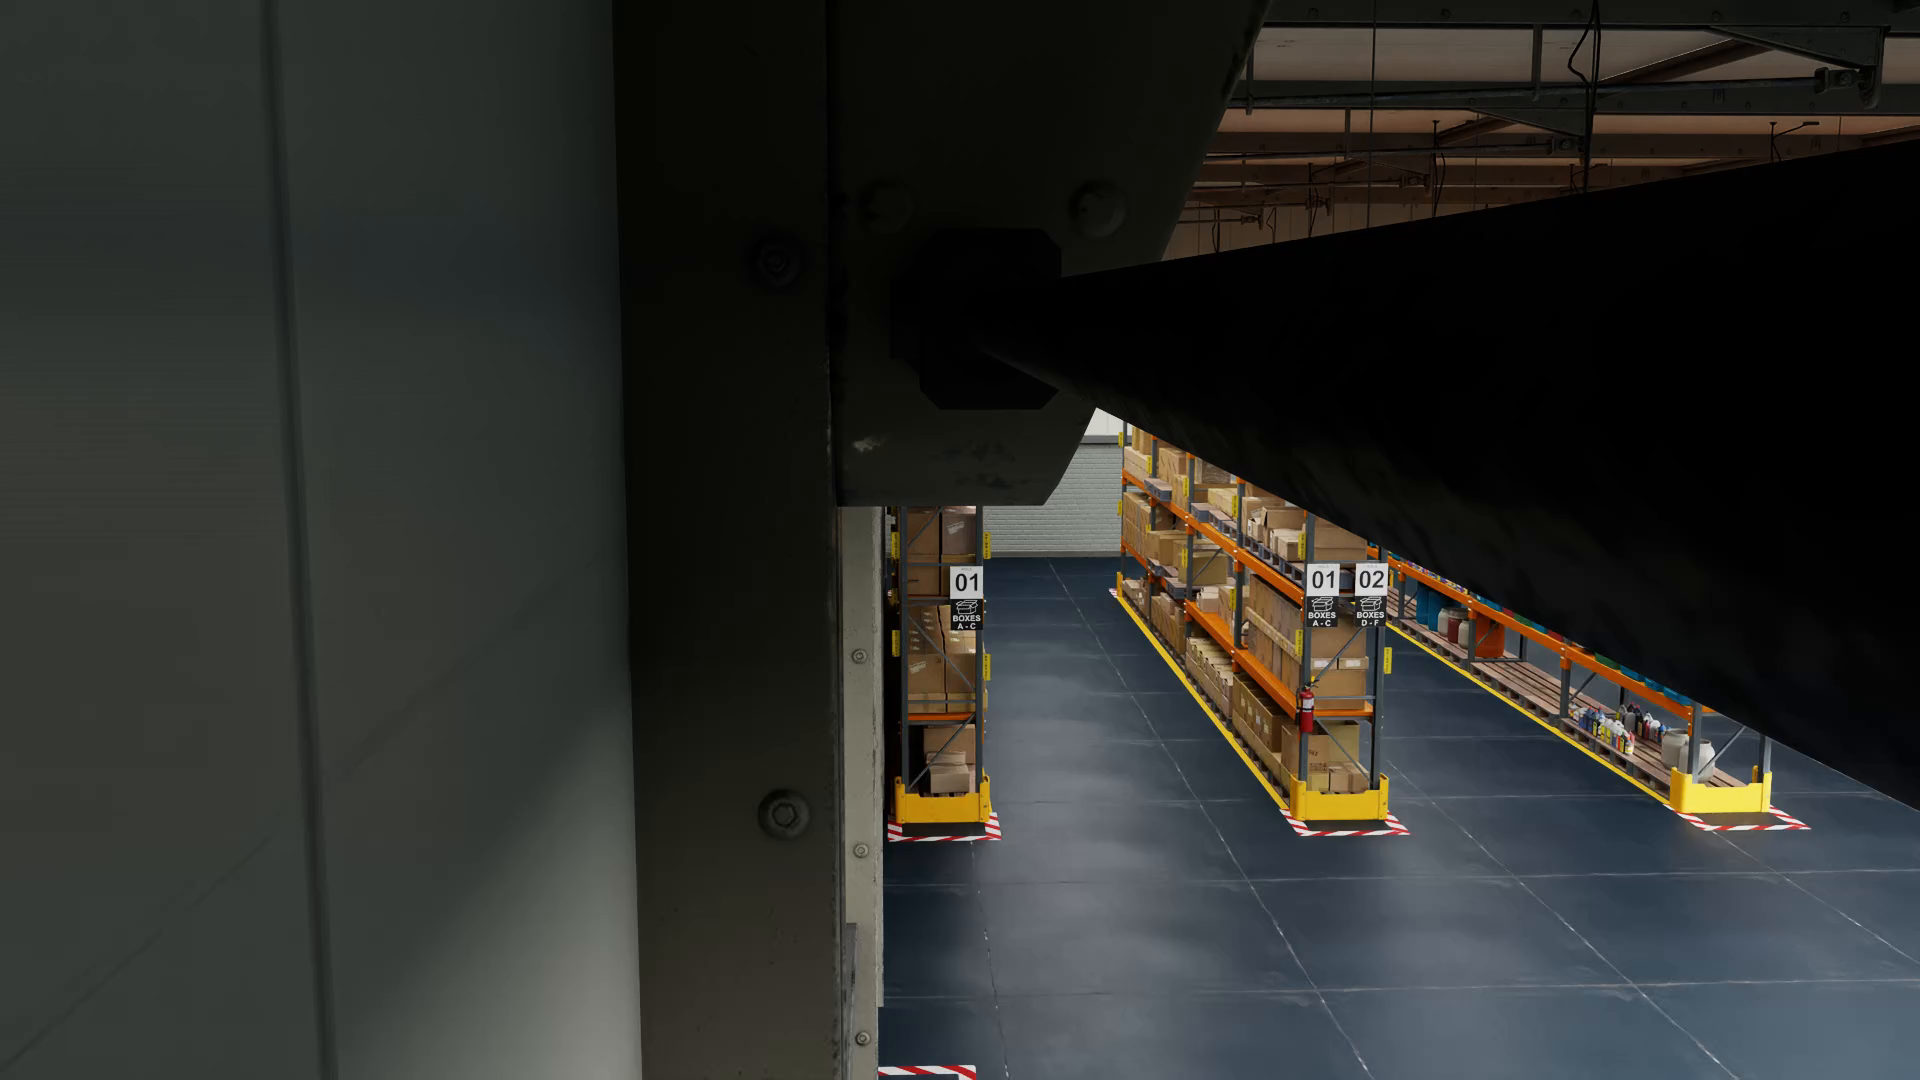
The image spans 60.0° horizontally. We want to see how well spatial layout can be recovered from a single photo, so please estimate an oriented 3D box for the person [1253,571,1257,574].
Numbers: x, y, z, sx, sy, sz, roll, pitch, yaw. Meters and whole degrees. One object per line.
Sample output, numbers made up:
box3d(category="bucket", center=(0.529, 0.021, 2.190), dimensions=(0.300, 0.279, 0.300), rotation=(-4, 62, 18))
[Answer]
box3d(category="person", center=(6.060, 0.882, 32.939), dimensions=(0.589, 1.705, 0.853), rotation=(-1, 8, -5))
